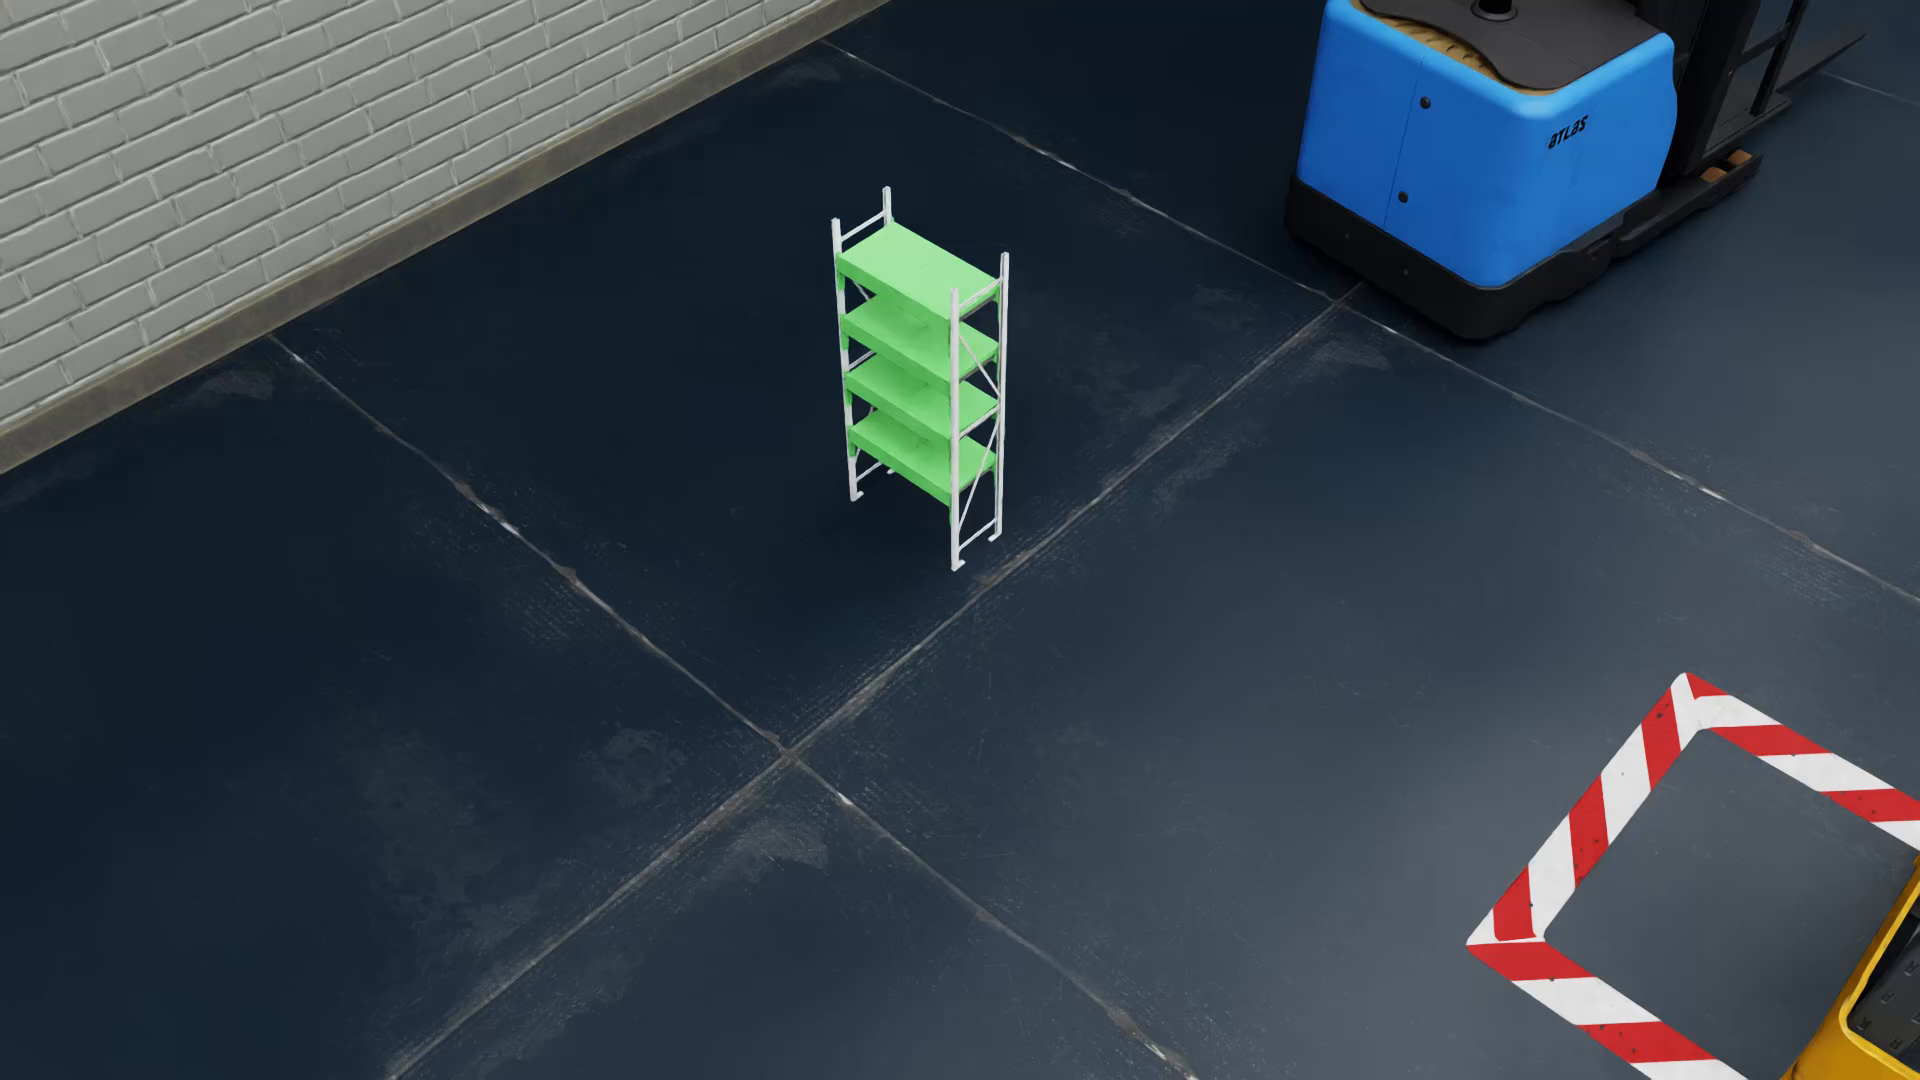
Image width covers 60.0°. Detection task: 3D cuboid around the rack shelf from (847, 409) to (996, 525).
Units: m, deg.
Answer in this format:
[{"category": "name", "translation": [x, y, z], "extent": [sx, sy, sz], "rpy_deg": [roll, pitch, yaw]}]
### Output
[{"category": "rack shelf", "translation": [-0.122, -0.285, 5.611], "extent": [0.480, 0.148, 0.258], "rpy_deg": [34, 55, 28]}]

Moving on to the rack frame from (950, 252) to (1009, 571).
[{"category": "rack frame", "translation": [0.058, -0.372, 5.276], "extent": [0.015, 1.200, 0.240], "rpy_deg": [34, 55, 28]}]

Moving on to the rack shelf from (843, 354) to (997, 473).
[{"category": "rack shelf", "translation": [-0.122, -0.449, 5.436], "extent": [0.480, 0.148, 0.258], "rpy_deg": [34, 55, 28]}]

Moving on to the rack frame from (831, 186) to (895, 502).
[{"category": "rack frame", "translation": [-0.301, -0.613, 5.503], "extent": [0.015, 1.200, 0.240], "rpy_deg": [34, 55, 28]}]

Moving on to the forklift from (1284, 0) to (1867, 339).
[{"category": "forklift", "translation": [2.799, -2.689, 6.264], "extent": [3.031, 2.935, 1.130], "rpy_deg": [-31, 54, -26]}]

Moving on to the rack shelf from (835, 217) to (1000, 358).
[{"category": "rack shelf", "translation": [-0.122, -0.777, 5.086], "extent": [0.480, 0.148, 0.258], "rpy_deg": [34, 55, 28]}]

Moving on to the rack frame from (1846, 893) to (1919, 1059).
[{"category": "rack frame", "translation": [2.542, 0.216, 3.490], "extent": [0.053, 2.616, 0.949], "rpy_deg": [34, 55, 28]}]

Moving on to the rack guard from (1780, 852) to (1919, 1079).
[{"category": "rack guard", "translation": [2.601, 1.107, 4.368], "extent": [0.348, 0.500, 1.175], "rpy_deg": [34, 55, 28]}]

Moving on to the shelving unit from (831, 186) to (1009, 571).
[{"category": "shelving unit", "translation": [-0.122, -0.493, 5.389], "extent": [0.503, 1.200, 0.258], "rpy_deg": [34, 55, 28]}]

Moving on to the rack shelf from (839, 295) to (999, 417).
[{"category": "rack shelf", "translation": [-0.122, -0.613, 5.261], "extent": [0.480, 0.148, 0.258], "rpy_deg": [34, 55, 28]}]
